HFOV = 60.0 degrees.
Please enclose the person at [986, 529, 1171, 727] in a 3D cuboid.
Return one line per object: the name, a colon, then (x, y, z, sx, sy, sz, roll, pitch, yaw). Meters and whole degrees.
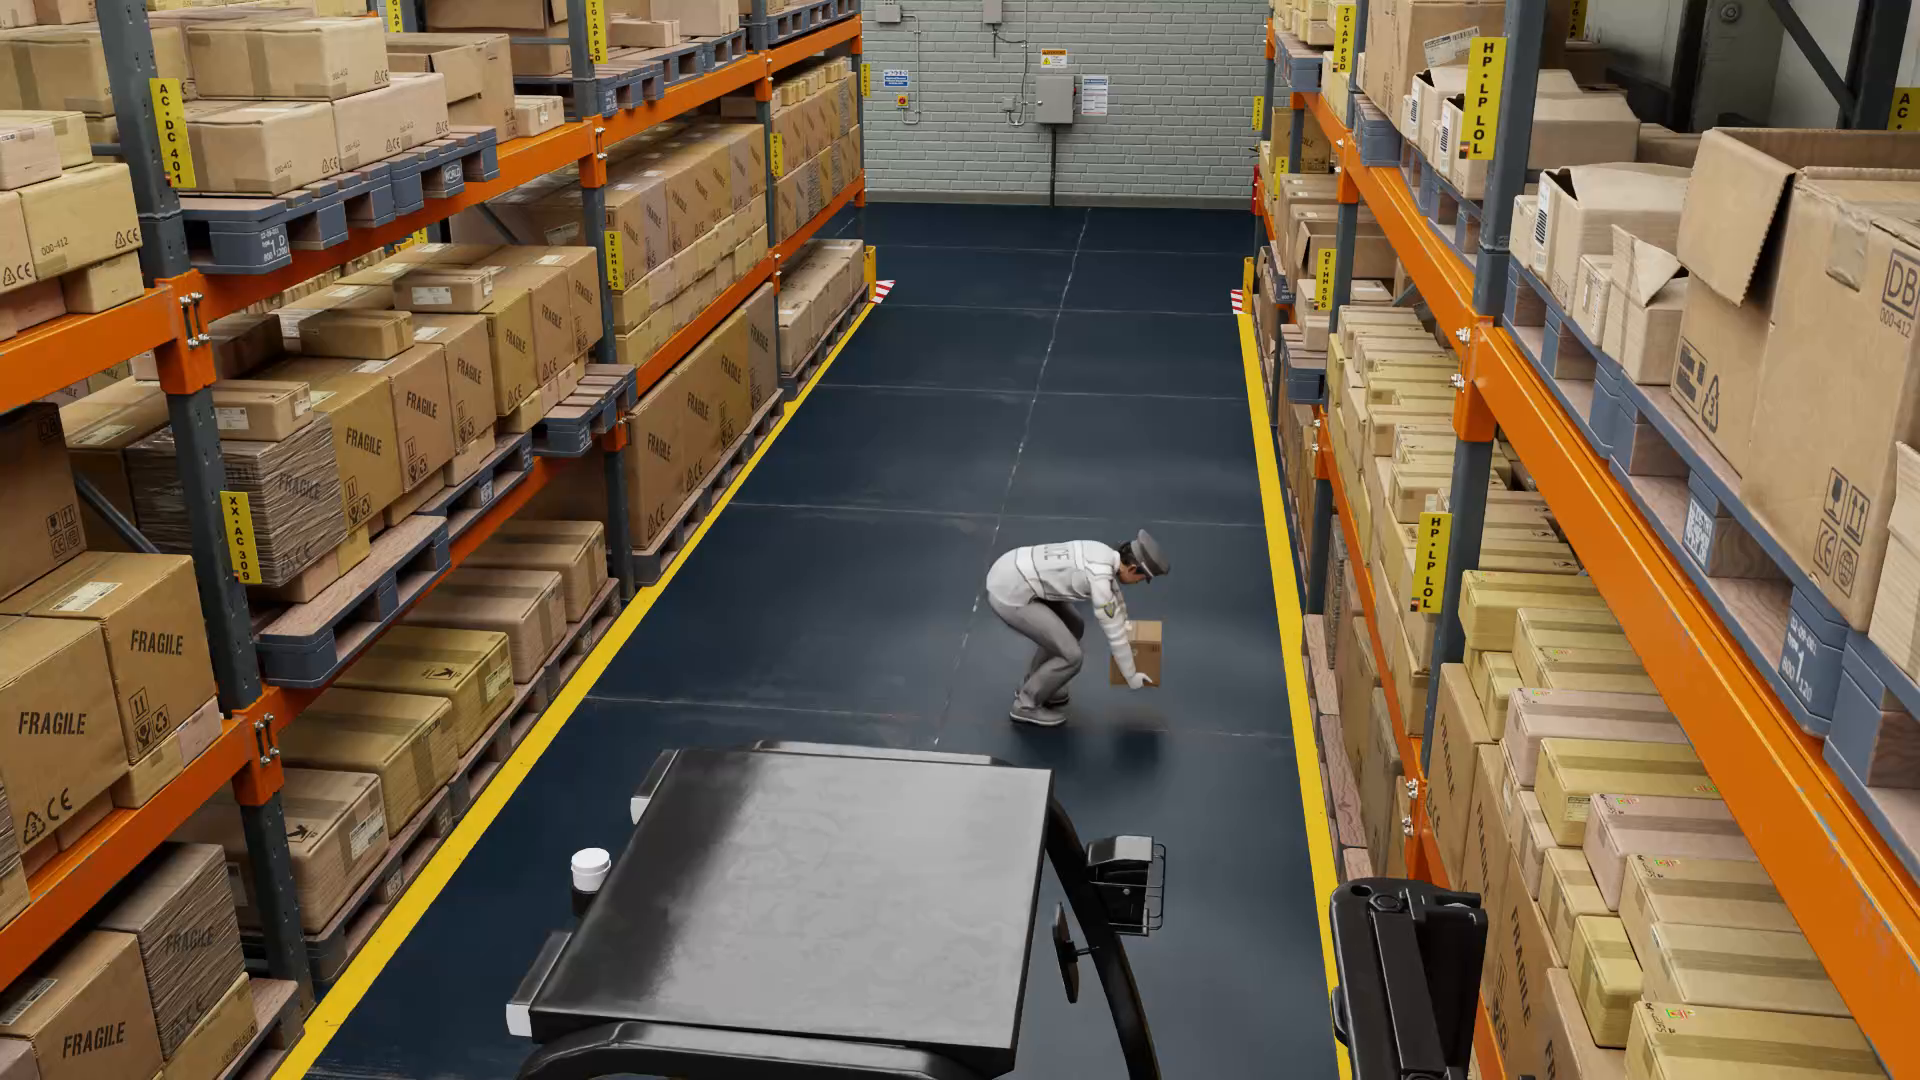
person: (0.592, 0.425, 8.417, 0.919, 0.996, 0.468, 2, 21, 4)
